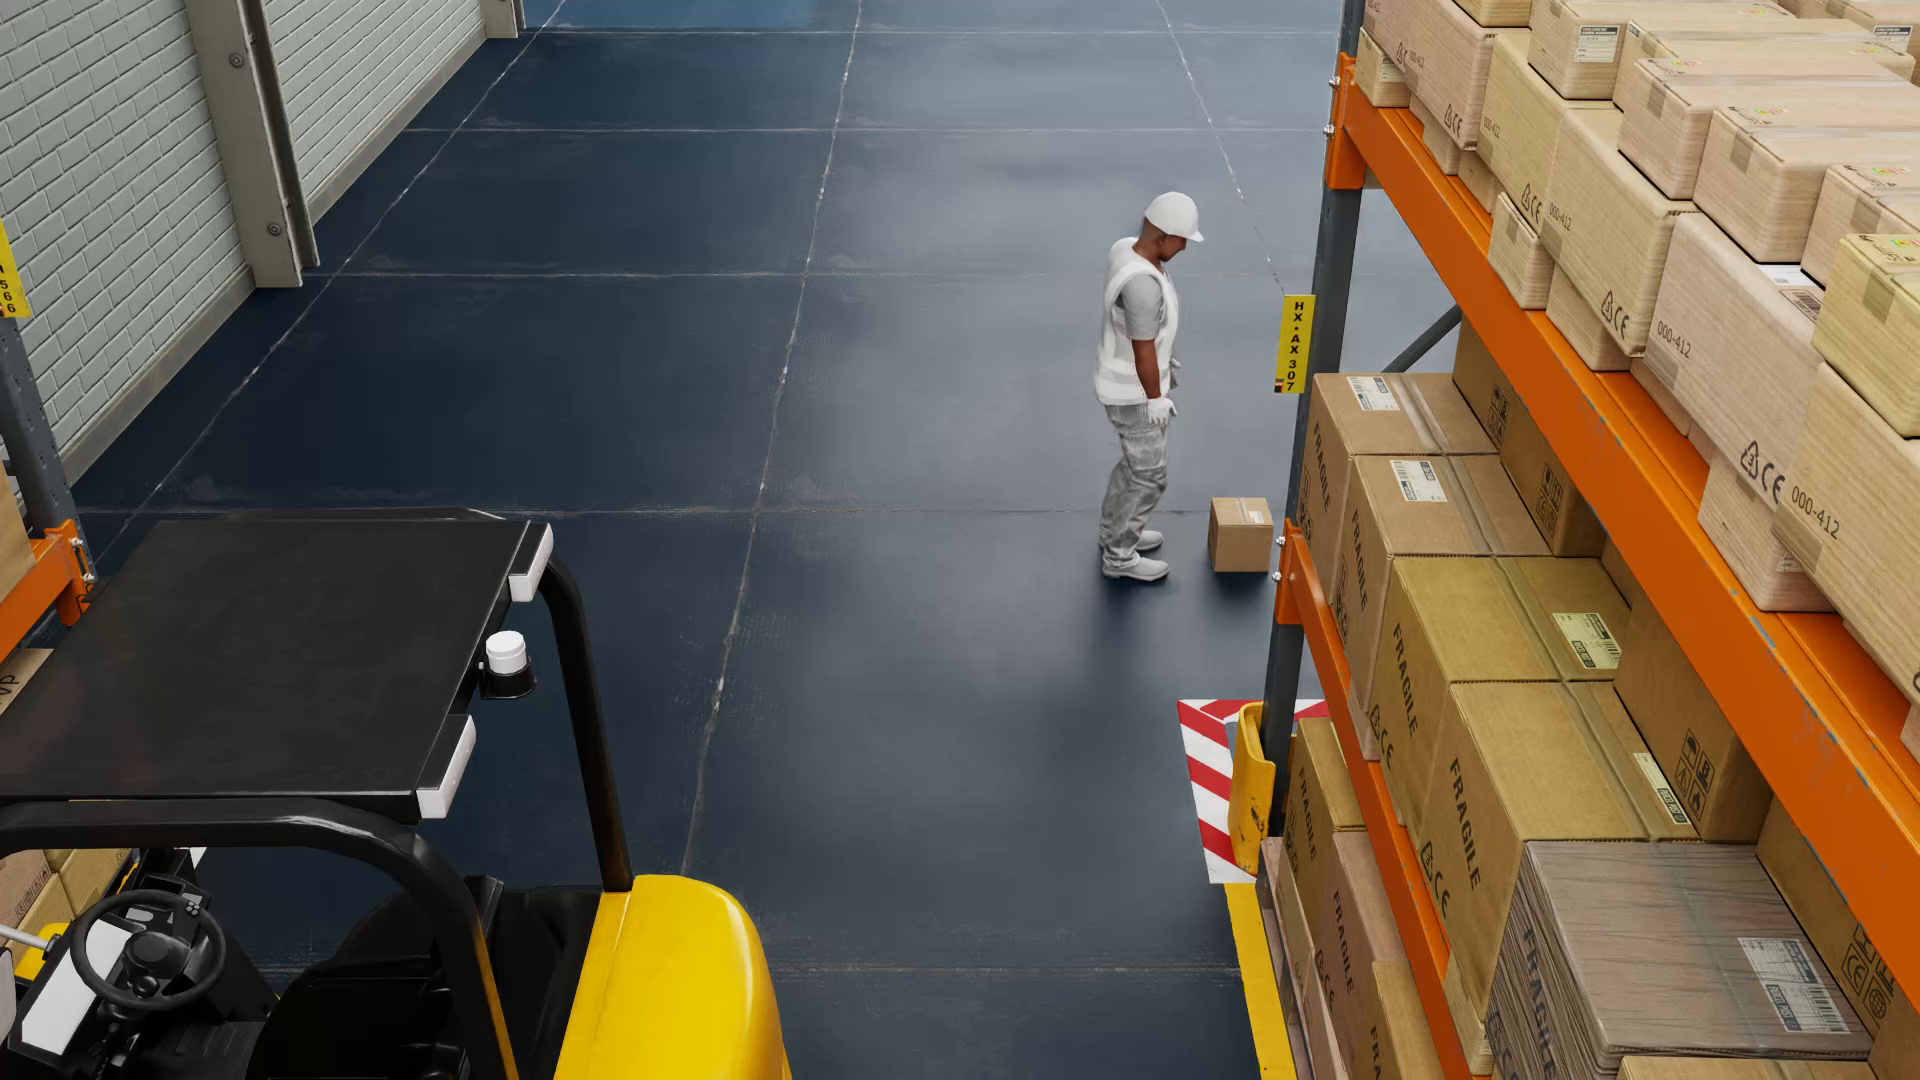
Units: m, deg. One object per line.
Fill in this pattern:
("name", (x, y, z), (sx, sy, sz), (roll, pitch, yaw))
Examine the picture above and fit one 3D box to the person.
("person", (0.796, -0.675, 7.263), (0.427, 1.748, 0.566), (1, 31, 1))
